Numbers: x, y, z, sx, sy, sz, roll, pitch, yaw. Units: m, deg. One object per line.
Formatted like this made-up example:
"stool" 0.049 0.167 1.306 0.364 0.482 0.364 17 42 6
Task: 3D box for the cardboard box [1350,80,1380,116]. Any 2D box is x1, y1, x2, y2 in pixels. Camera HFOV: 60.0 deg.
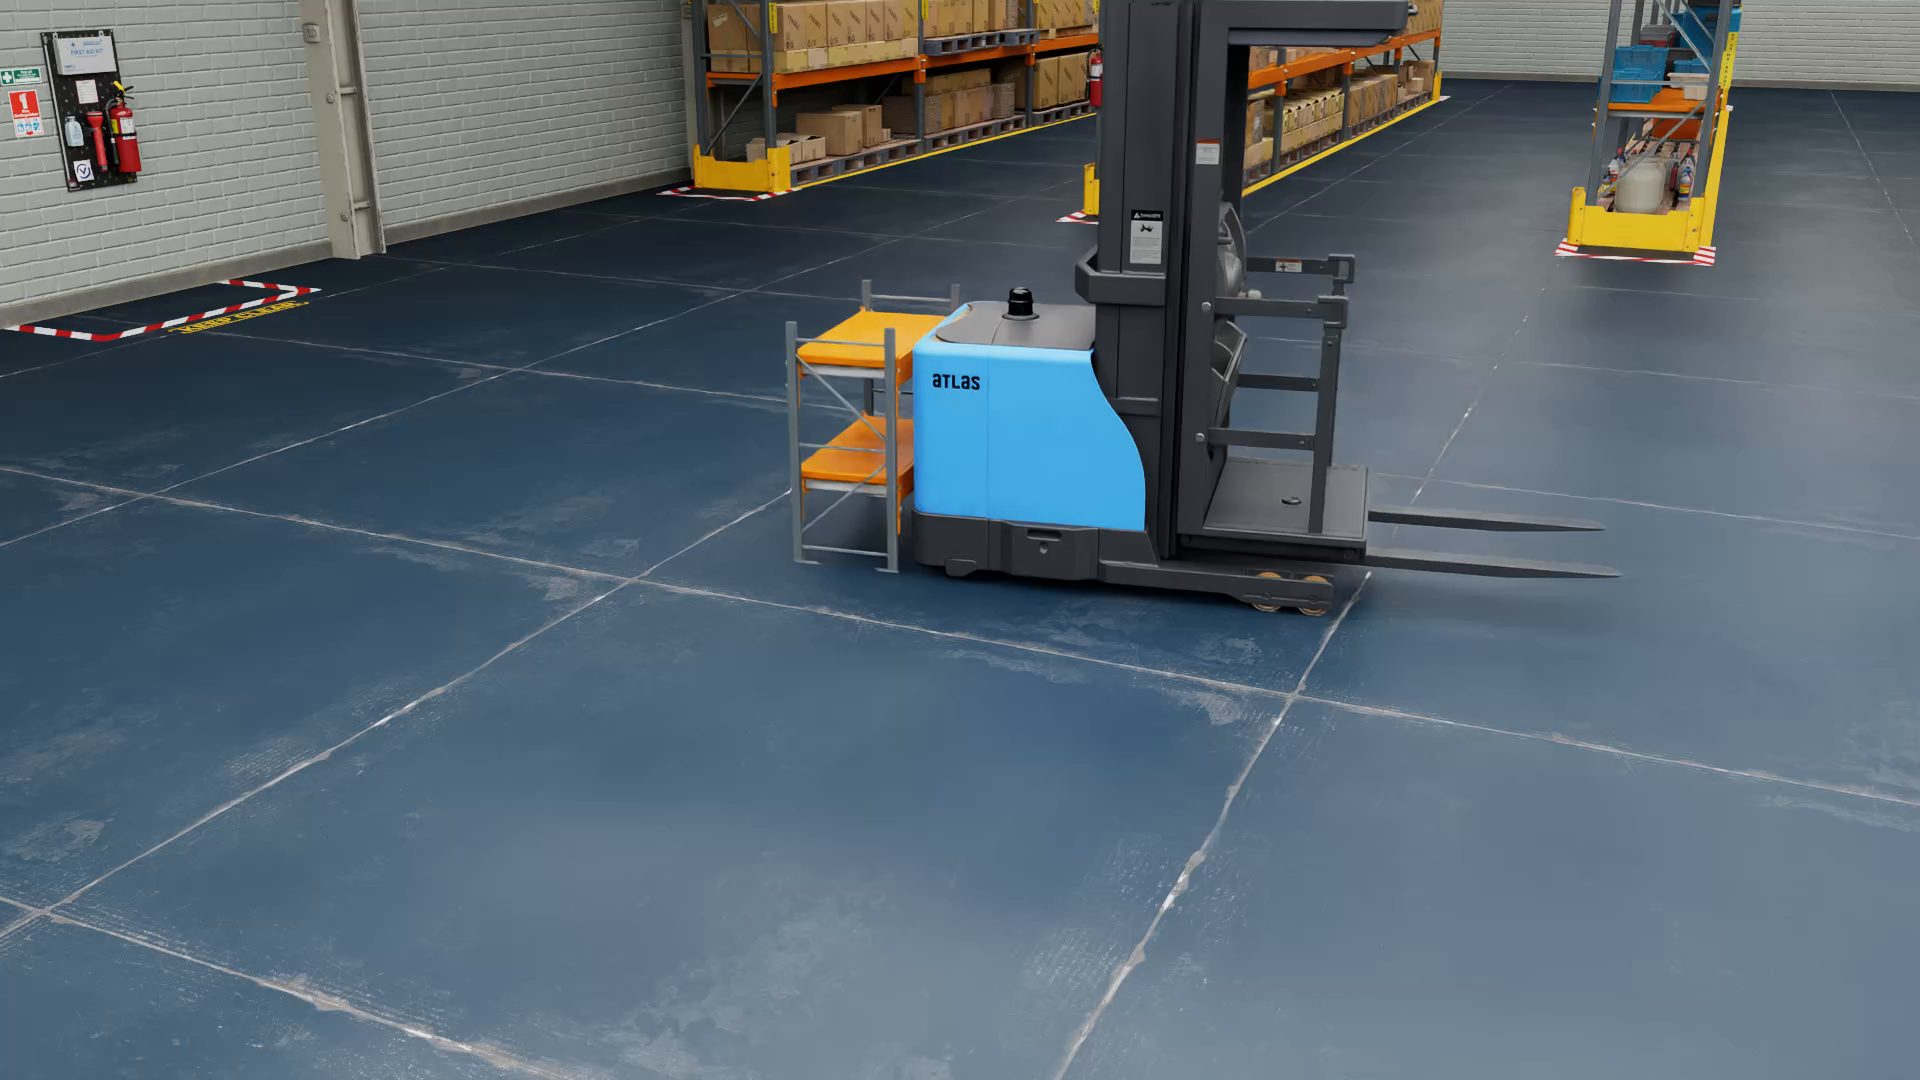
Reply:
"cardboard box" 6.265 -6.928 26.046 0.500 0.500 0.500 8 21 21

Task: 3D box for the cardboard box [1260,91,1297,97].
"cardboard box" 4.500 -6.209 23.592 0.500 0.311 0.500 8 21 21

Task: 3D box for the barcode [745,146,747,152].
"barcode" -2.599 -4.762 20.224 0.001 0.075 0.075 9 21 23

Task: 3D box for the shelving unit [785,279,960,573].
"shelving unit" -0.382 -0.571 7.895 0.538 1.125 1.048 5 20 15

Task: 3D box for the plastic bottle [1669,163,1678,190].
"plastic bottle" 7.690 -3.920 17.911 0.061 0.283 0.133 9 21 23

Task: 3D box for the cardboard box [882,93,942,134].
"cardboard box" -0.683 -6.037 23.541 0.700 0.500 0.500 9 22 25

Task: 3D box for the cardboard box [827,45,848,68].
"cardboard box" -1.704 -5.917 20.325 0.500 0.250 0.500 8 21 22

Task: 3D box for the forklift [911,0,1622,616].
"forklift" 1.355 -1.256 7.125 3.031 2.935 1.130 5 20 13

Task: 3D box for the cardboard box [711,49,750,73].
"cardboard box" -2.592 -5.666 19.617 0.500 0.250 0.500 9 21 23

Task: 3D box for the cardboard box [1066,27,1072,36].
"cardboard box" 1.633 -8.433 27.551 0.380 0.149 0.250 9 21 23

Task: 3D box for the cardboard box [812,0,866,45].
"cardboard box" -1.508 -6.420 20.620 0.500 0.500 0.500 9 22 24

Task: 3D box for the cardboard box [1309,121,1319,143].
"cardboard box" 4.572 -5.563 22.613 0.500 0.250 0.500 9 21 24

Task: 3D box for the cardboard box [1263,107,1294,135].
"cardboard box" 3.948 -5.360 21.205 0.500 0.311 0.500 9 21 23

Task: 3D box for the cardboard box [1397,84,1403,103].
"cardboard box" 7.197 -7.586 28.180 0.500 0.311 0.500 9 21 23

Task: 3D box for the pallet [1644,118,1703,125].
"pallet" 10.991 -6.322 25.431 1.003 0.211 1.213 9 21 23

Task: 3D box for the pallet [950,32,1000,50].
"pallet" -0.104 -7.302 24.310 1.003 0.211 1.213 9 21 23

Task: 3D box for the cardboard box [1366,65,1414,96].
"cardboard box" 7.592 -8.153 29.487 0.797 0.503 0.637 9 21 23

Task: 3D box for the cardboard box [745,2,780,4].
"cardboard box" -2.393 -6.175 19.931 0.500 0.500 0.500 9 21 23

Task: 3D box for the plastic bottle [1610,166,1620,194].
"plastic bottle" 6.912 -3.817 17.633 0.152 0.276 0.135 9 21 23

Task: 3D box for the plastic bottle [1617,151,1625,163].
"plastic bottle" 7.283 -4.132 18.409 0.144 0.351 0.185 8 21 20

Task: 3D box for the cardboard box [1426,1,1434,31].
"cardboard box" 8.112 -9.332 29.583 0.500 0.500 0.500 9 21 23

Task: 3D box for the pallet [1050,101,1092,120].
"pallet" 1.562 -7.291 28.156 1.003 0.211 1.213 9 21 23

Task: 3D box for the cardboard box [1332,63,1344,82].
"cardboard box" 5.793 -7.356 26.132 0.500 0.250 0.500 8 21 22

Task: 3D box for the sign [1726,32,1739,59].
"sign" 8.567 -5.472 18.467 0.100 0.325 0.005 9 21 23

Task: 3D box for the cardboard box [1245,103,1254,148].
"cardboard box" 3.145 -4.881 19.574 0.500 0.500 0.500 9 21 23

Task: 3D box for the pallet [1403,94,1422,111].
"pallet" 7.608 -7.817 29.635 1.003 0.211 1.213 9 21 23

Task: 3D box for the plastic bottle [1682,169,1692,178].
"plastic bottle" 7.639 -3.767 17.499 0.097 0.271 0.097 0 20 0

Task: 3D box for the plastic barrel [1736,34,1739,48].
"plastic barrel" 9.794 -6.524 21.635 0.600 0.536 0.708 9 21 23

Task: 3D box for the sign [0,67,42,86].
"sign" -6.924 -3.417 12.258 0.001 0.109 0.331 9 21 23

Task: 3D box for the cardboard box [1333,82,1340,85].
"cardboard box" 5.571 -6.830 25.772 0.500 0.500 0.500 8 21 21

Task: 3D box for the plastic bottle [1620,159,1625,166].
"plastic bottle" 7.257 -4.045 18.281 0.097 0.271 0.097 0 20 0

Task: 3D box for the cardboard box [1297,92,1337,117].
"cardboard box" 4.993 -6.137 23.389 0.500 0.311 0.500 8 21 22

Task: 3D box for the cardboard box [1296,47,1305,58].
"cardboard box" 4.302 -6.695 22.170 0.500 0.500 0.500 9 21 23

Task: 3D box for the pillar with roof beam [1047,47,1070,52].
"pillar with roof beam" 5.732 -11.794 27.703 9.100 9.000 0.400 9 21 23

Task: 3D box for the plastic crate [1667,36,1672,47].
"plastic crate" 8.237 -5.793 19.806 0.392 0.384 0.575 9 21 23

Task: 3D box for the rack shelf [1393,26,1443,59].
"rack shelf" 7.647 -8.820 29.365 1.077 0.370 4.000 9 21 23

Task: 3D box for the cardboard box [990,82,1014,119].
"cardboard box" 0.422 -6.805 25.702 0.700 0.500 0.500 9 21 23

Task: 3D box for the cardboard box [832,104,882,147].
"cardboard box" -1.358 -5.487 21.995 0.500 0.500 0.500 7 21 19

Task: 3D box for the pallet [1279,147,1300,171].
"pallet" 3.818 -5.018 21.765 1.003 0.211 1.213 9 21 23

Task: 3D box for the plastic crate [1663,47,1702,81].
"plastic crate" 7.739 -5.249 18.344 0.767 0.338 0.504 9 21 23

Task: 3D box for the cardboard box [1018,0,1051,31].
"cardboard box" 1.101 -8.313 26.244 0.500 0.500 0.500 9 22 24

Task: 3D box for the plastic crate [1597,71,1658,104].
"plastic crate" 6.363 -4.322 15.867 0.499 0.251 0.616 9 21 23

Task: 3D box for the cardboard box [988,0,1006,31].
"cardboard box" 0.282 -7.938 25.006 0.700 0.500 0.500 6 21 18

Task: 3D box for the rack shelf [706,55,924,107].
"rack shelf" -1.788 -5.830 20.959 1.077 0.370 4.000 9 21 23

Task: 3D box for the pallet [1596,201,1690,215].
"pallet" 6.757 -3.161 16.543 1.003 0.211 1.213 9 21 23

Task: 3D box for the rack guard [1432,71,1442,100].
"rack guard" 8.435 -8.569 31.318 1.175 0.500 0.348 9 21 23

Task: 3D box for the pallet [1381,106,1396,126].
"pallet" 6.529 -6.979 27.279 1.003 0.211 1.213 9 21 23

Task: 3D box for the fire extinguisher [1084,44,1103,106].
"fire extinguisher" 1.442 -4.870 17.301 0.296 0.674 0.183 9 21 23

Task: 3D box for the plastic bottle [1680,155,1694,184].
"plastic bottle" 7.858 -3.986 17.998 0.144 0.351 0.185 8 21 22

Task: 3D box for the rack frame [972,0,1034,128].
"rack frame" 0.669 -8.003 25.995 1.000 3.000 0.127 9 21 23

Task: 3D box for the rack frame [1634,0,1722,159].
"rack frame" 9.707 -6.644 22.173 1.000 3.000 0.127 9 21 23

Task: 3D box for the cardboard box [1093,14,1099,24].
"cardboard box" 2.148 -9.089 28.427 0.500 0.500 0.500 9 21 23
